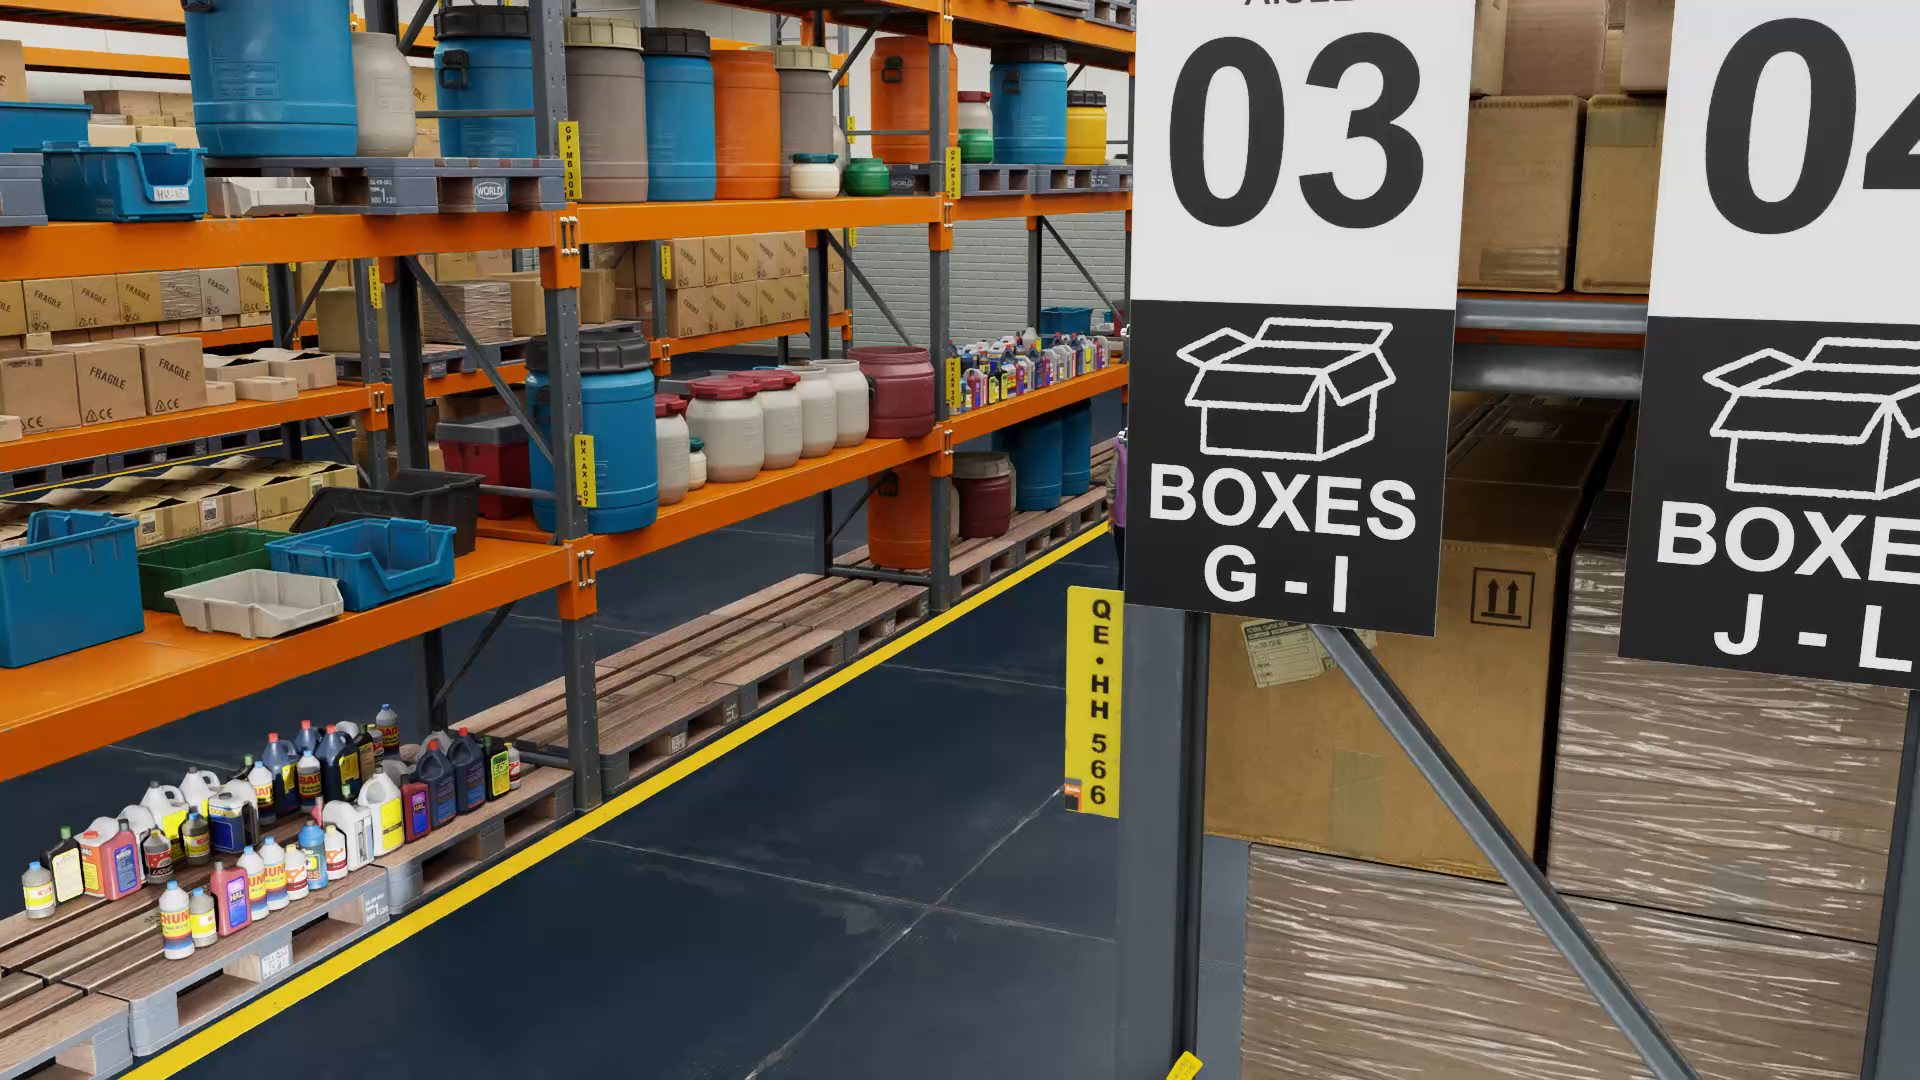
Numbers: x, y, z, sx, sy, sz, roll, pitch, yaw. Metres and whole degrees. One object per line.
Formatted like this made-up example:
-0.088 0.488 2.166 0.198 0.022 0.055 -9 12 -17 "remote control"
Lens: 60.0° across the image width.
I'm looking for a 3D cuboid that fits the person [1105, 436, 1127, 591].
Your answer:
1.152 -0.112 10.499 0.480 1.593 0.344 5 13 21 "person"
